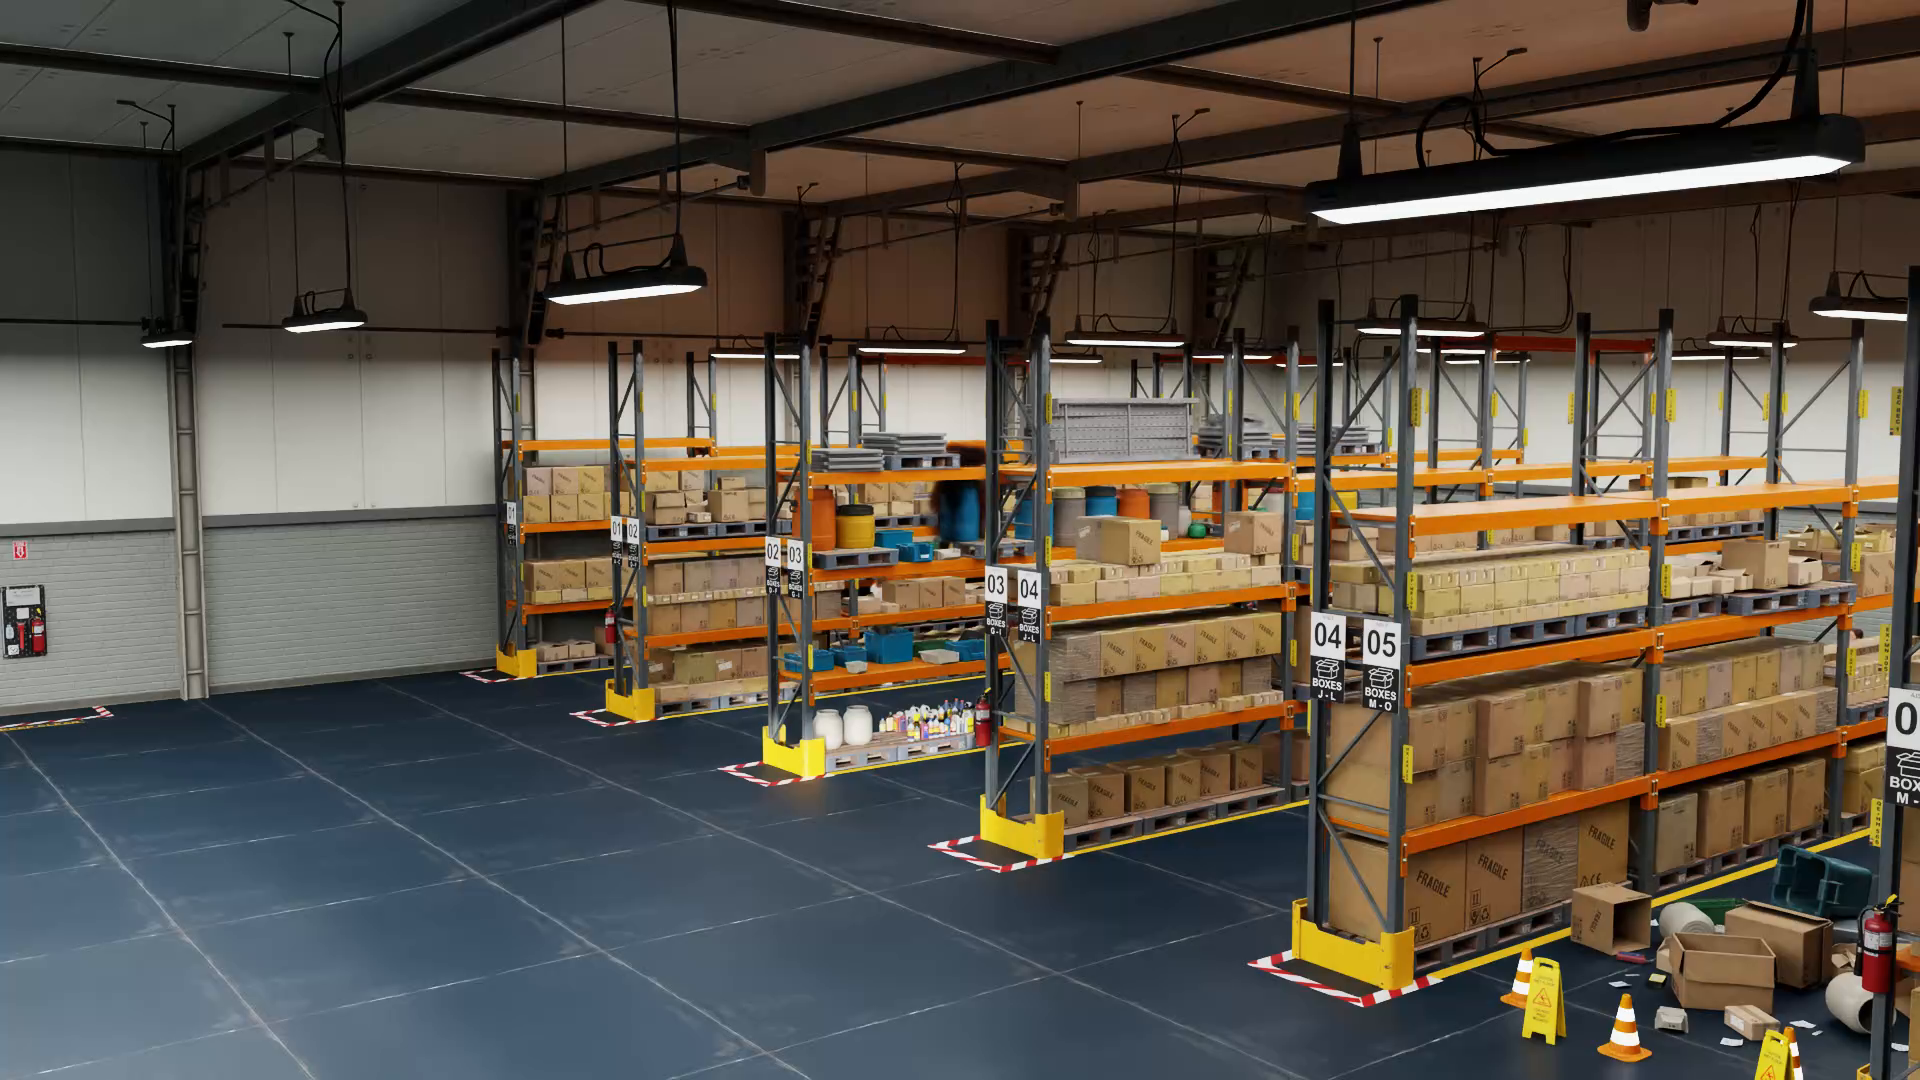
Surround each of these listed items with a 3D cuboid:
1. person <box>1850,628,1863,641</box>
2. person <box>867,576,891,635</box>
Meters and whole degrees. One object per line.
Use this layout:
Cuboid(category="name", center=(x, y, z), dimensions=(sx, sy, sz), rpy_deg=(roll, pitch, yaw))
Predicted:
Cuboid(category="person", center=(13.317, 2.151, 24.809), dimensions=(0.333, 1.674, 0.473), rpy_deg=(3, 6, 33))
Cuboid(category="person", center=(-1.559, 1.454, 32.690), dimensions=(0.686, 1.695, 0.975), rpy_deg=(5, 7, 42))
